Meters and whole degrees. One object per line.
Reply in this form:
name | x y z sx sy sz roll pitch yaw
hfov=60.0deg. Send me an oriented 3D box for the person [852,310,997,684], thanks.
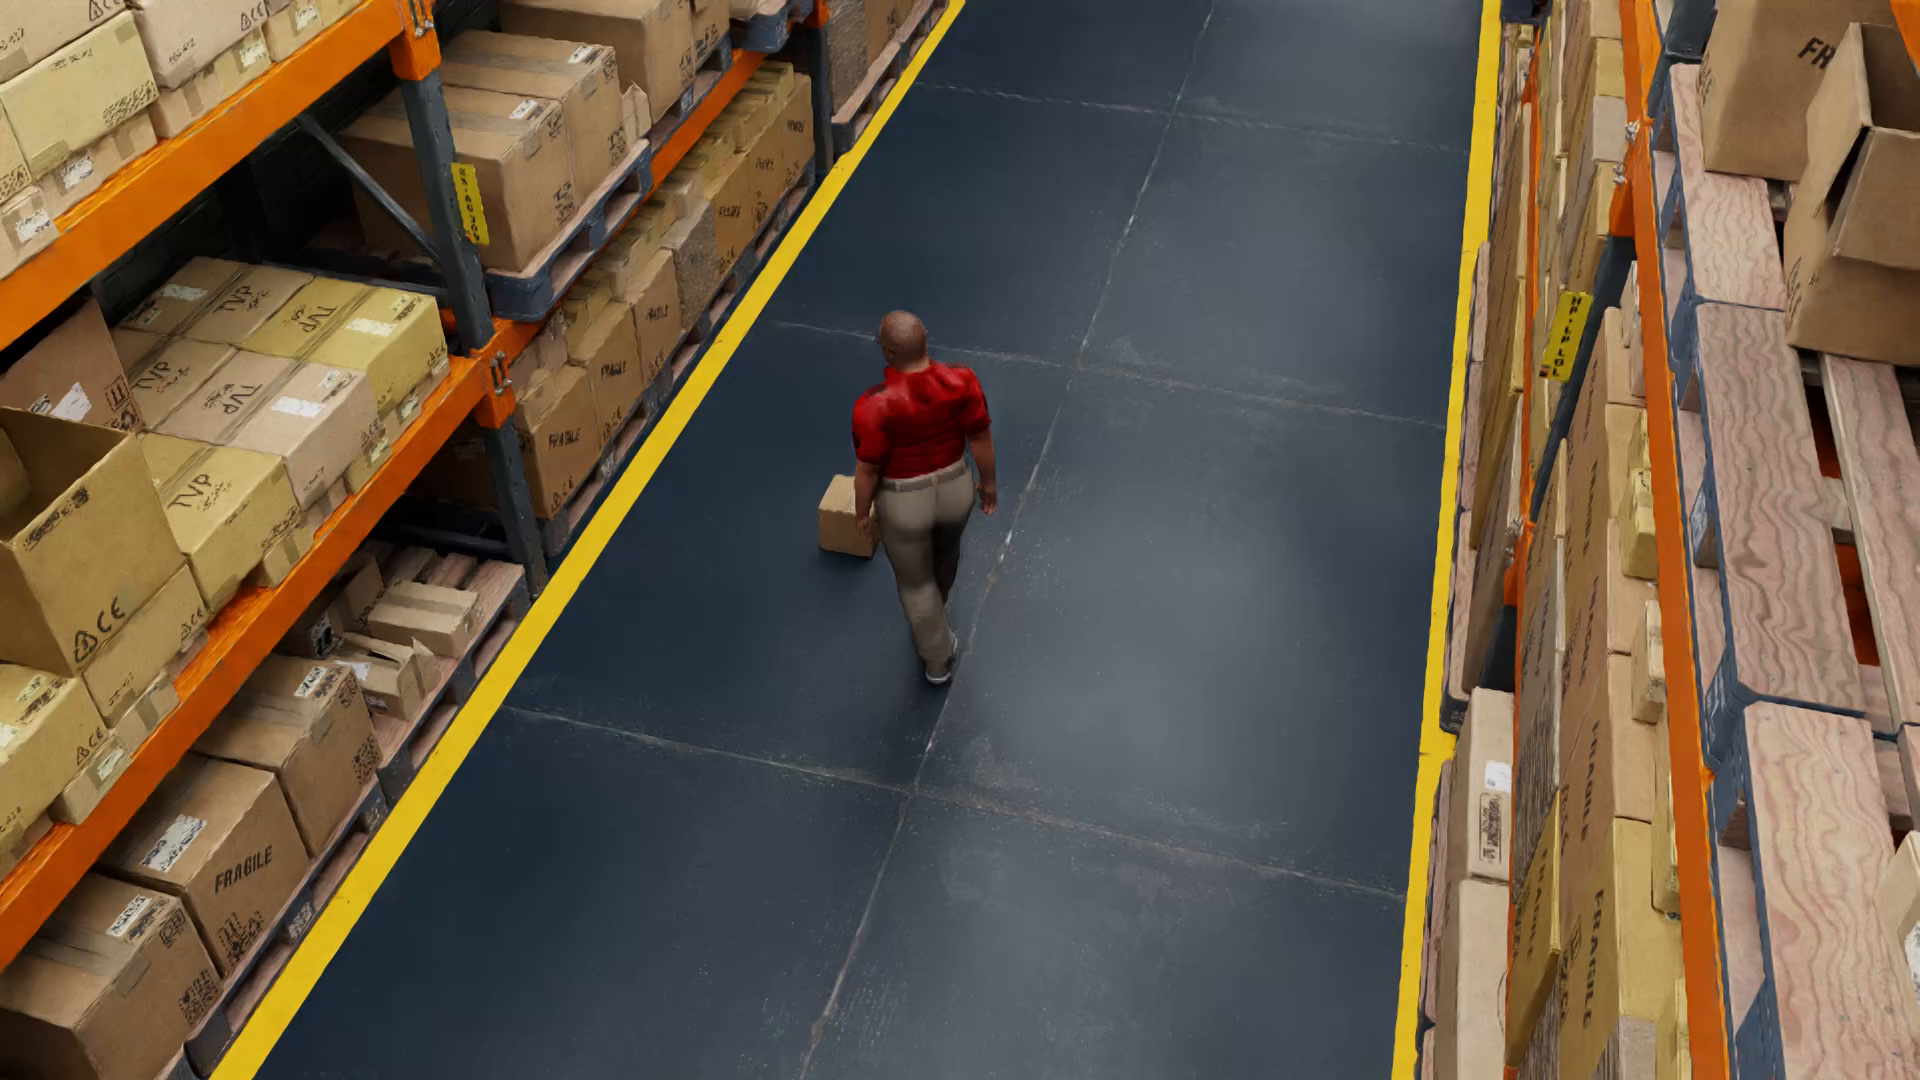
person | -0.206 -0.257 6.633 0.582 1.721 0.710 -17 44 -19
